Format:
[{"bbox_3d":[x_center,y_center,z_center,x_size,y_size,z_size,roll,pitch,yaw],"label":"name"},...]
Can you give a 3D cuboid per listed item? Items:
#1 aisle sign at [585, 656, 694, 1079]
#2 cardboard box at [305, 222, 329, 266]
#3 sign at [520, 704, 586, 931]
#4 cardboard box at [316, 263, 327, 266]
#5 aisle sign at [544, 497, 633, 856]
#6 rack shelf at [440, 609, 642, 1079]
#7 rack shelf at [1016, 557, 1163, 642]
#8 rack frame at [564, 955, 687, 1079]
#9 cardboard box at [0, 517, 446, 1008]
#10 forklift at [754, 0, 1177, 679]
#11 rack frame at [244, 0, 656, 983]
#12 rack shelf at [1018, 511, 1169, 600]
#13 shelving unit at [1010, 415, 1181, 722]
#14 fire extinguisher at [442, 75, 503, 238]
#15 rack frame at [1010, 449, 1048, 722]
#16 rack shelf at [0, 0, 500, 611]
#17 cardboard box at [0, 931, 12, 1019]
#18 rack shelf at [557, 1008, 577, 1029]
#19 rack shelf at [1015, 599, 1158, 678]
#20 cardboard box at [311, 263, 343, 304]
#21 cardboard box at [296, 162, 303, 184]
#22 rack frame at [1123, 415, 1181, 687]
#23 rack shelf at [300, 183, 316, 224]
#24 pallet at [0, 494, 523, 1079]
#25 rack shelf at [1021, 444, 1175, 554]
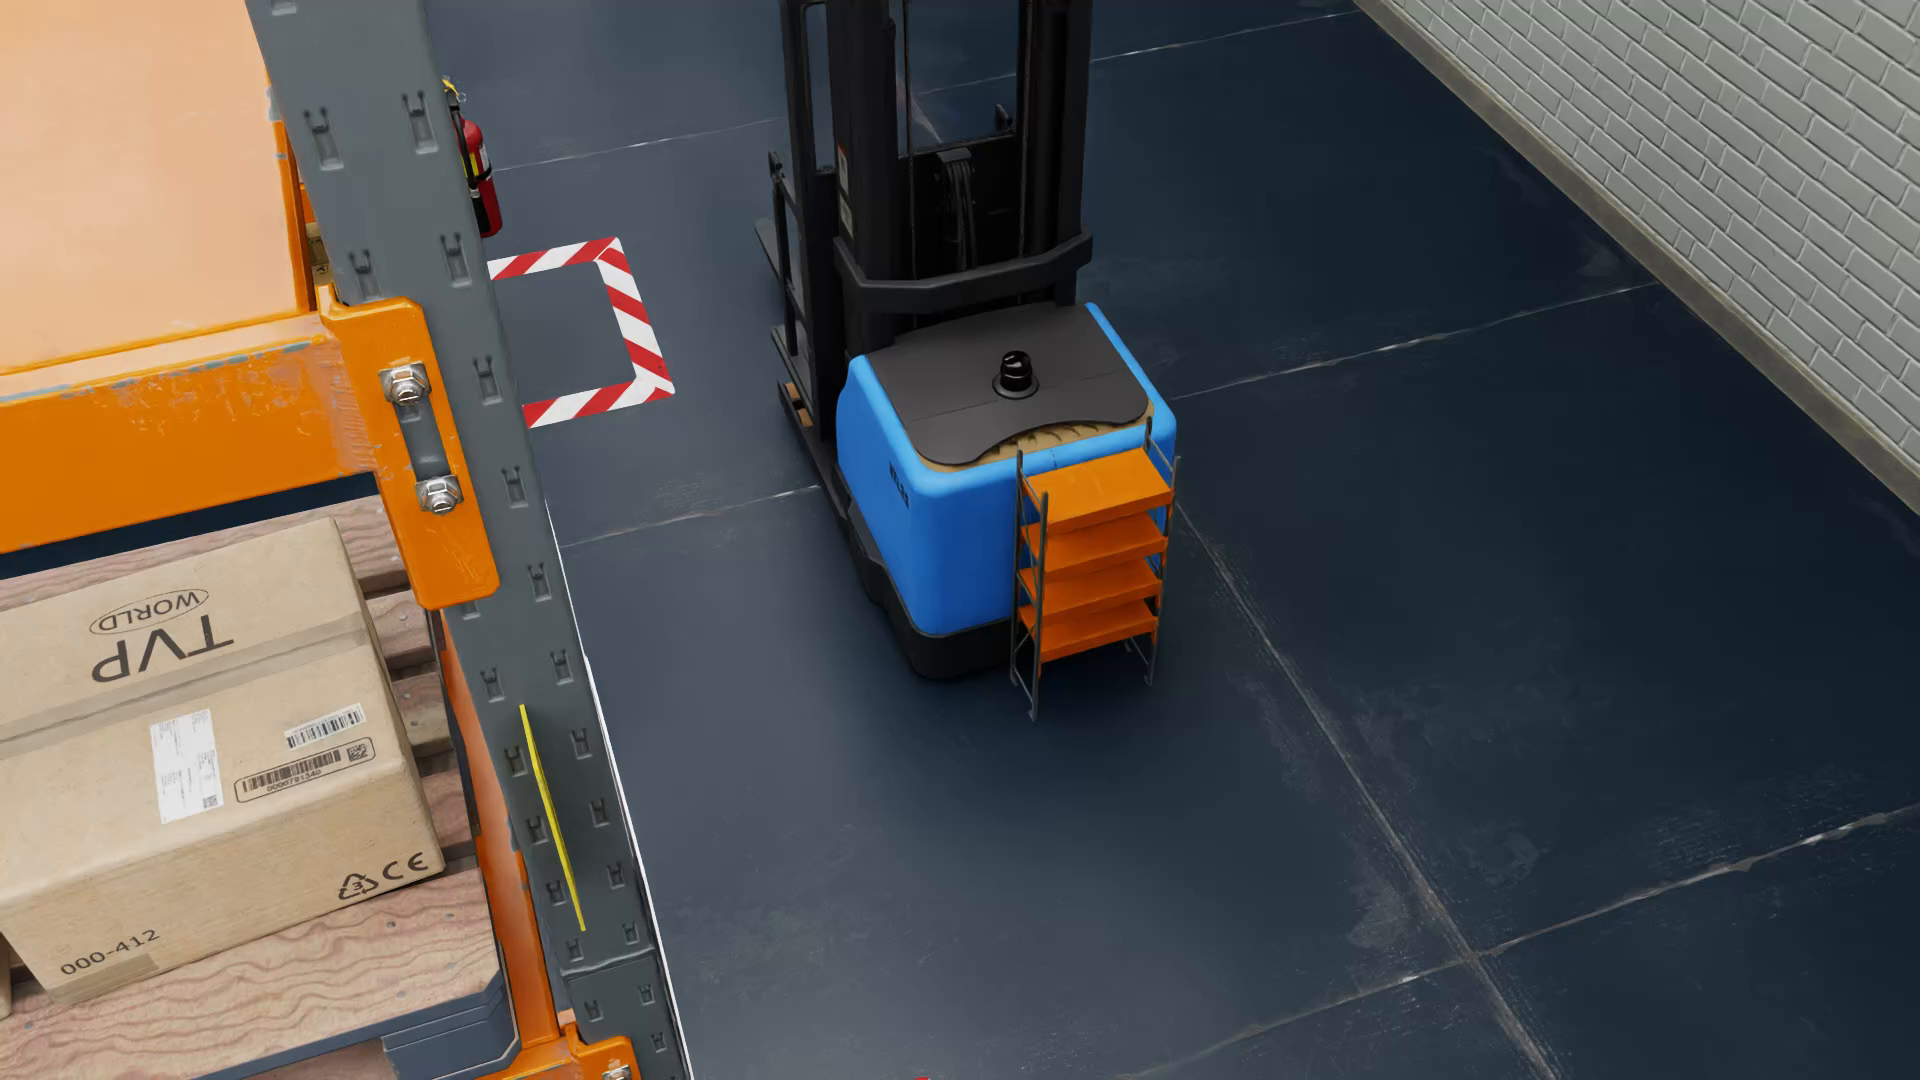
[{"bbox_3d":[-0.470,0.576,2.532,0.004,0.787,0.394,-14,47,-14],"label":"aisle sign"},{"bbox_3d":[-3.026,-1.421,7.654,0.250,0.149,0.380,-16,47,-16],"label":"cardboard box"},{"bbox_3d":[-0.471,0.326,1.929,0.005,0.325,0.100,-14,47,-14],"label":"sign"},{"bbox_3d":[-2.998,-1.261,7.704,0.250,0.149,0.380,-13,46,-12],"label":"cardboard box"},{"bbox_3d":[-0.673,0.177,2.930,0.004,0.787,0.394,-14,47,-14],"label":"aisle sign"},{"bbox_3d":[-2.524,0.981,2.354,4.000,0.370,1.077,-14,47,-14],"label":"rack shelf"},{"bbox_3d":[0.472,0.178,6.130,0.480,0.148,0.258,-15,47,-15],"label":"rack shelf"},{"bbox_3d":[-0.643,1.305,3.641,0.127,3.000,1.000,-14,47,-14],"label":"rack frame"},{"bbox_3d":[-1.035,0.283,2.280,0.500,0.250,0.500,-18,48,-17],"label":"cardboard box"},{"bbox_3d":[-0.186,-1.560,6.545,1.130,2.935,3.031,-15,47,-14],"label":"forklift"},{"bbox_3d":[-0.643,-0.813,1.516,0.127,3.000,1.000,-14,47,-14],"label":"rack frame"},{"bbox_3d":[0.472,0.020,5.971,0.480,0.148,0.258,-15,47,-15],"label":"rack shelf"},{"bbox_3d":[0.472,0.131,6.082,0.503,1.200,0.258,-15,47,-15],"label":"shelving unit"},{"bbox_3d":[-2.025,-1.563,6.817,0.183,0.674,0.296,-14,47,-14],"label":"fire extinguisher"},{"bbox_3d":[0.244,0.192,6.020,0.015,1.200,0.240,-15,47,-15],"label":"rack frame"},{"bbox_3d":[-2.524,0.063,1.433,4.000,0.370,1.077,-14,47,-14],"label":"rack shelf"},{"bbox_3d":[-1.402,0.473,2.162,0.250,0.149,0.380,-18,48,-17],"label":"cardboard box"},{"bbox_3d":[-2.524,2.040,3.417,4.000,0.370,1.077,-14,47,-14],"label":"rack shelf"},{"bbox_3d":[0.472,0.318,6.270,0.480,0.148,0.258,-15,47,-15],"label":"rack shelf"},{"bbox_3d":[-2.830,-1.024,7.259,0.250,0.149,0.380,-14,47,-13],"label":"cardboard box"},{"bbox_3d":[-2.629,-1.613,6.727,0.250,0.149,0.380,-14,47,-14],"label":"cardboard box"},{"bbox_3d":[0.700,0.069,6.143,0.015,1.200,0.240,-15,47,-15],"label":"rack frame"},{"bbox_3d":[-4.299,-1.234,6.679,4.000,0.370,1.077,-14,47,-14],"label":"rack shelf"},{"bbox_3d":[-1.337,0.463,2.425,1.213,0.211,1.003,-14,47,-14],"label":"pallet"},{"bbox_3d":[0.472,-0.147,5.804,0.480,0.148,0.258,-15,47,-15],"label":"rack shelf"}]
